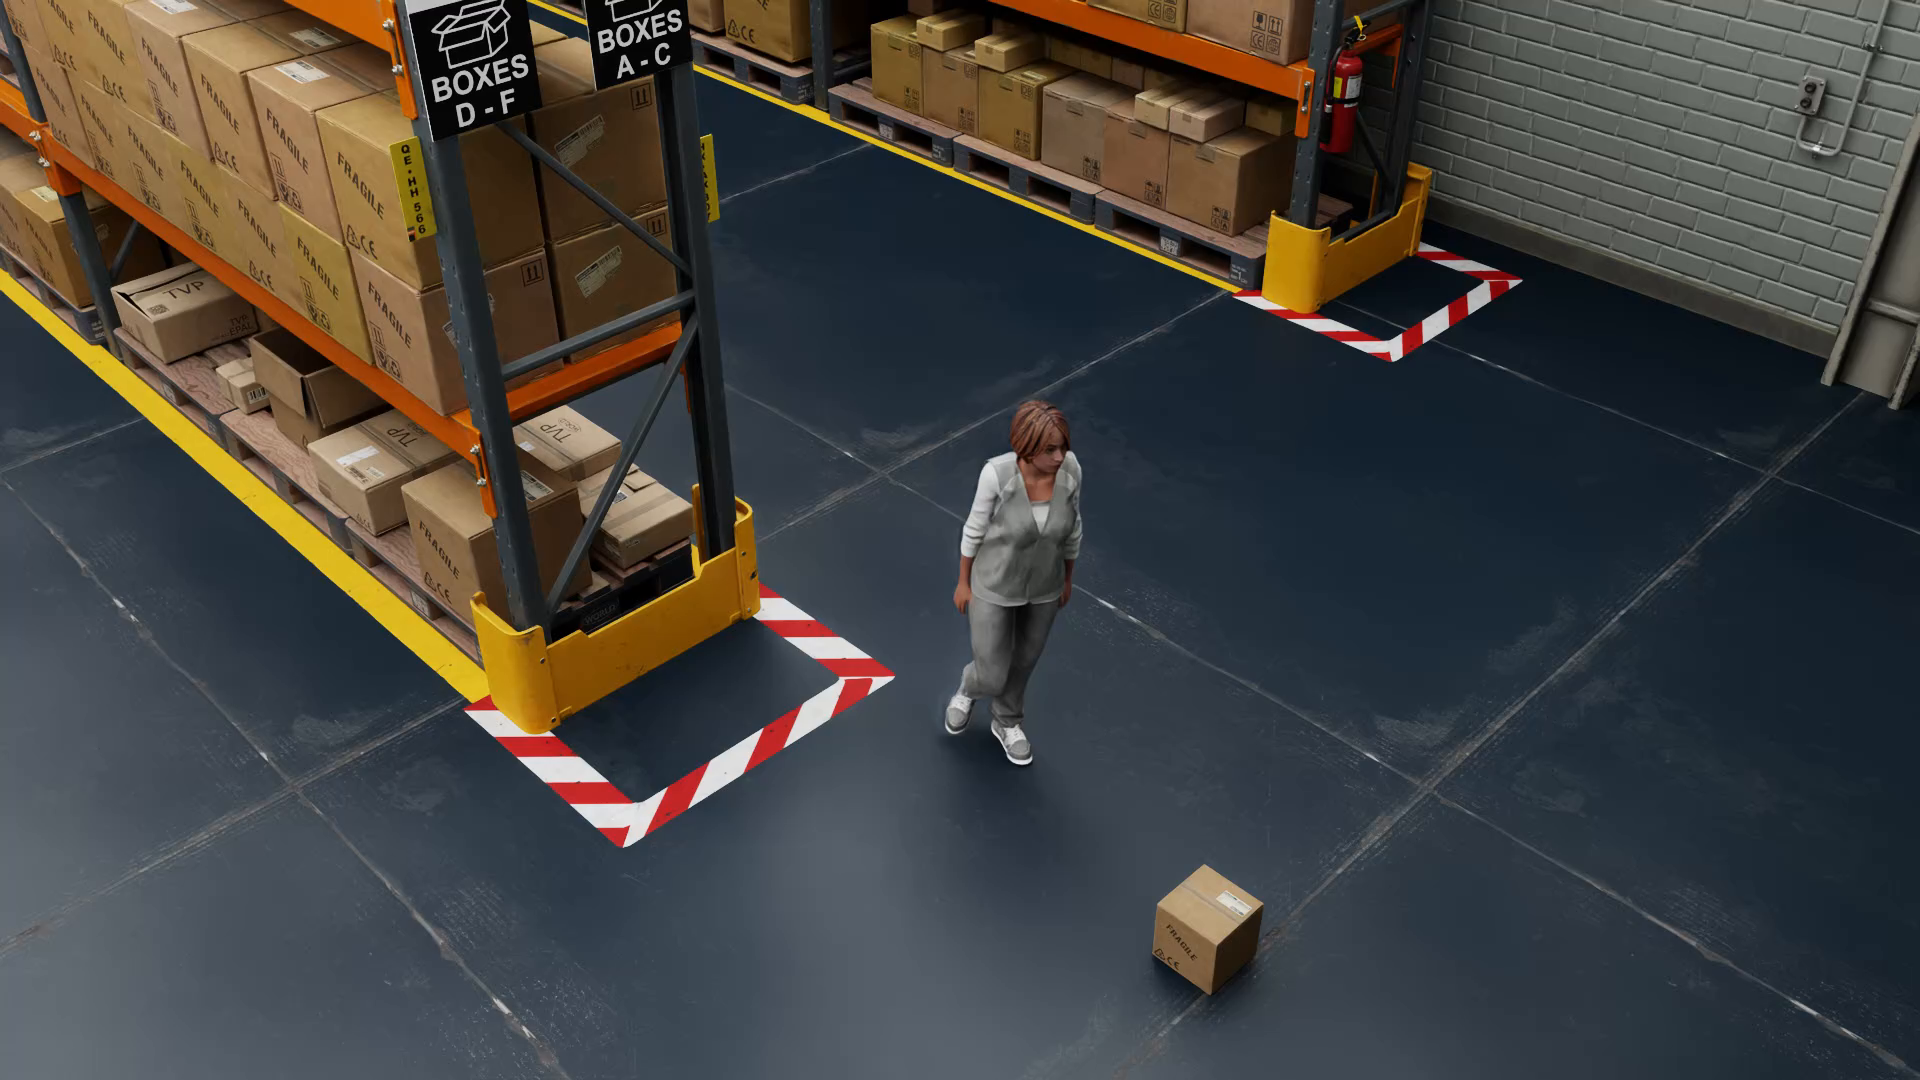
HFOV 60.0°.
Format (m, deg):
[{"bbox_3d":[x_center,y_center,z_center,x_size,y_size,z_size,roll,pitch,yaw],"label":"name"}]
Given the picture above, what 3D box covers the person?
[{"bbox_3d":[0.190,0.147,5.940,0.467,1.590,0.458,-12,38,-16],"label":"person"}]
